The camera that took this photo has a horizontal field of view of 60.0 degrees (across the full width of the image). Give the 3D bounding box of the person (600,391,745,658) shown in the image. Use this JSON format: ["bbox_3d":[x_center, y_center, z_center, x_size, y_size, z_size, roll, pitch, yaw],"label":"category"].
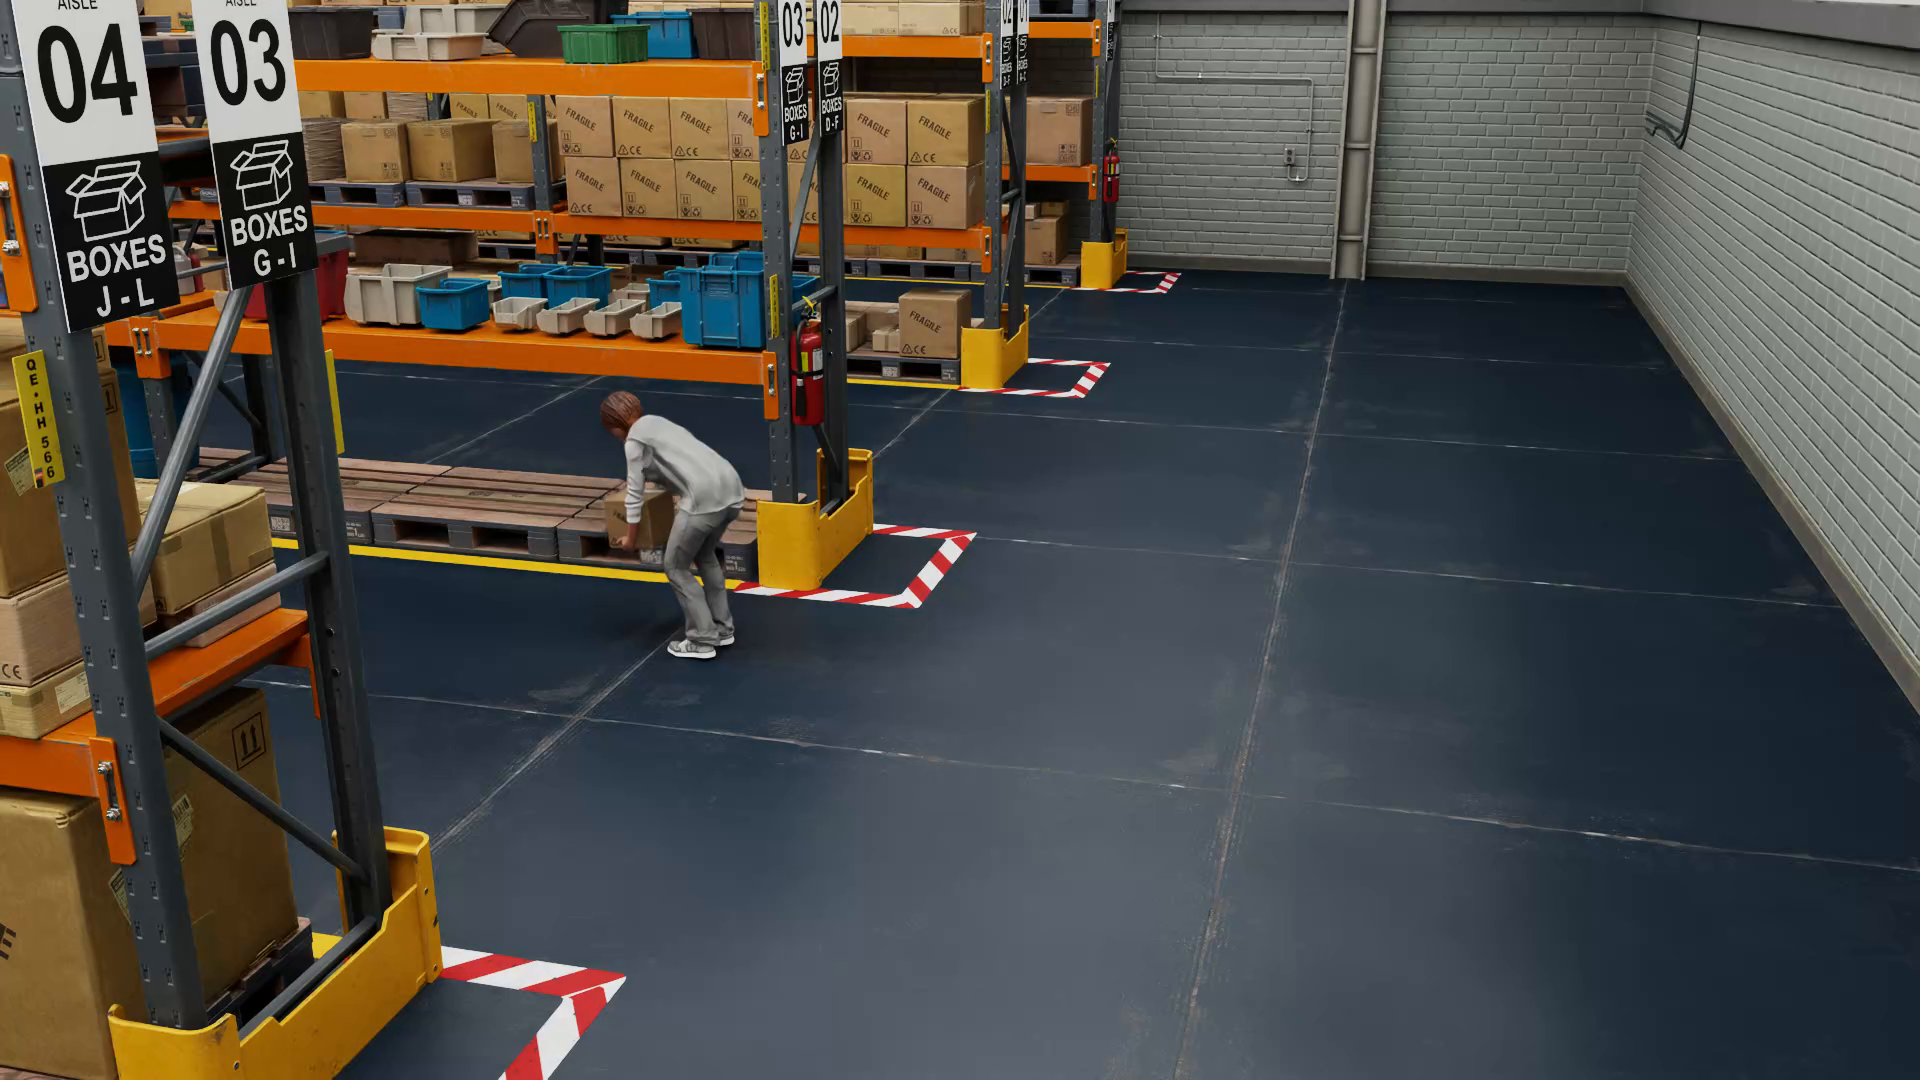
[{"bbox_3d":[-1.433,-0.079,8.302,0.782,1.289,0.382,9,21,26],"label":"person"}]
